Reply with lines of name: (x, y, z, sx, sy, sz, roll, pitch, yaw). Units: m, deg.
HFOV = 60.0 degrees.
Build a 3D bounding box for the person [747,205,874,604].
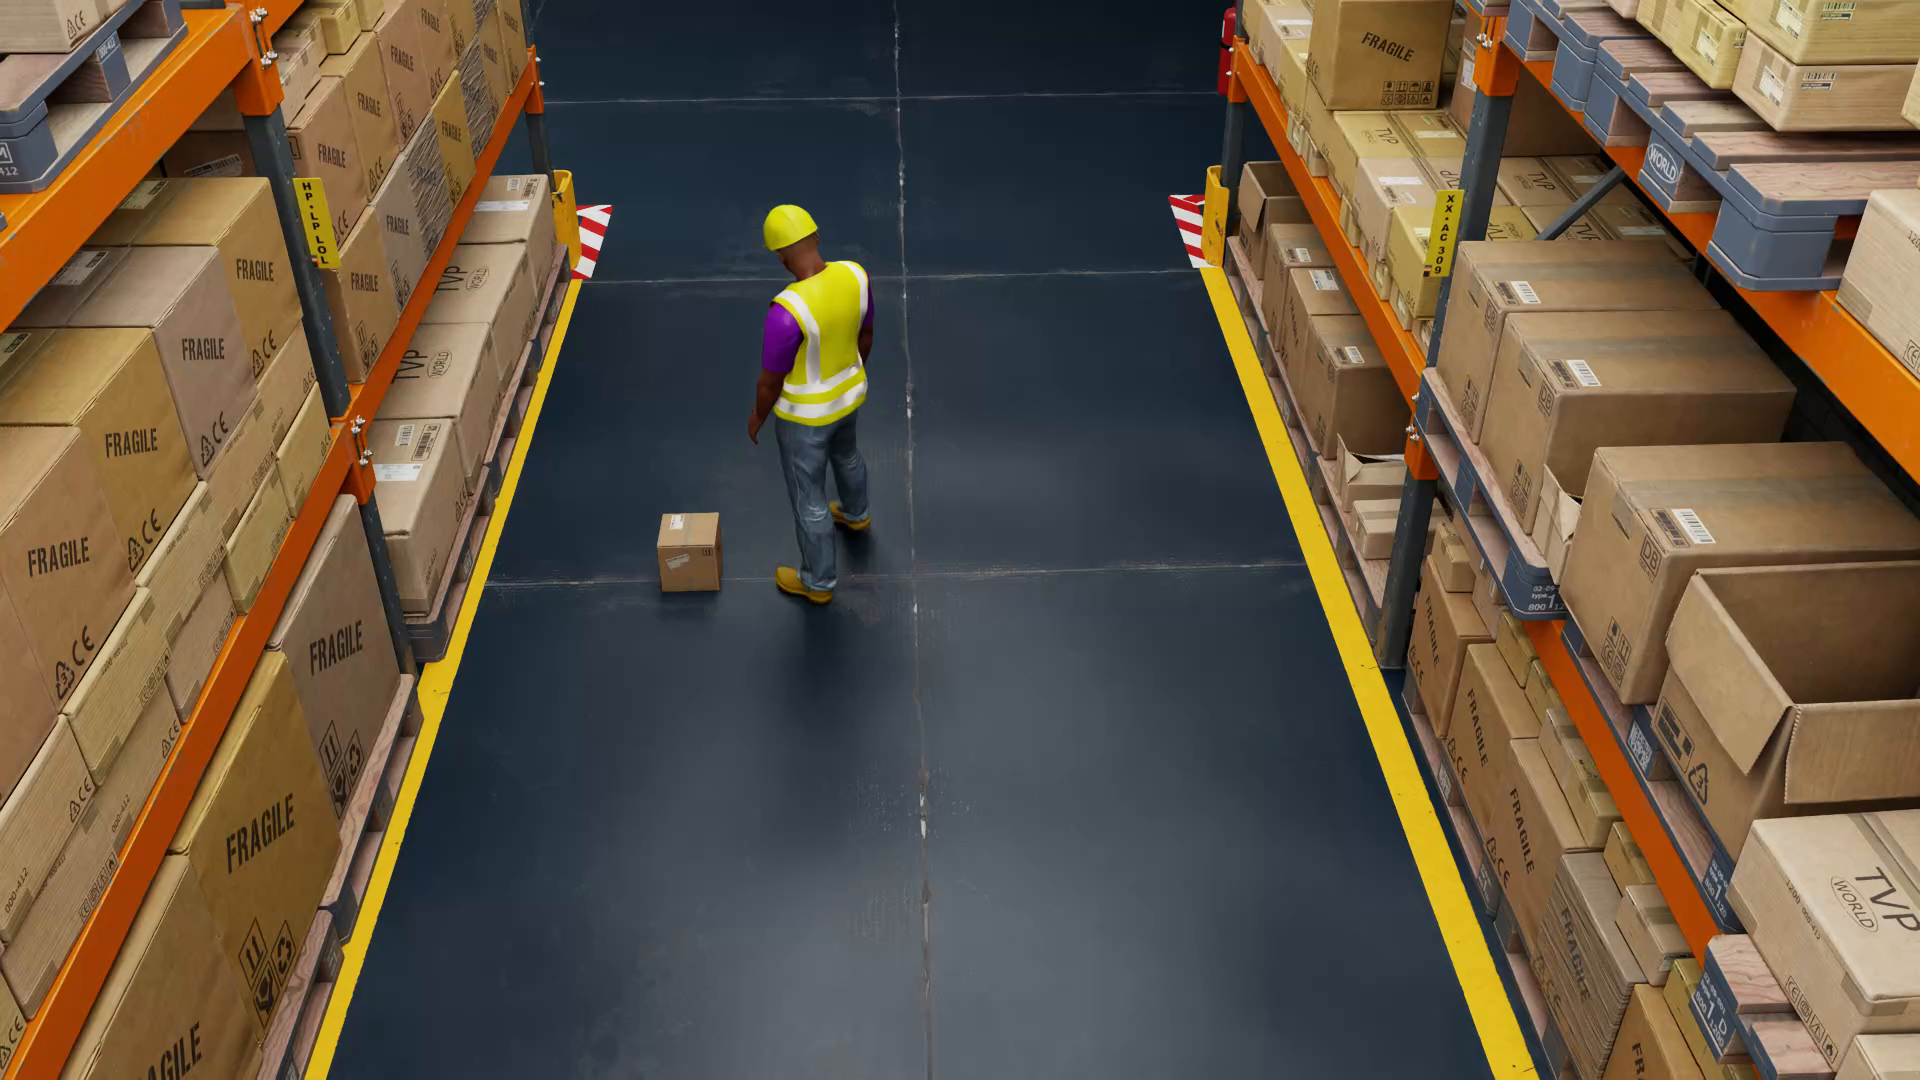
person: (-0.604, -0.629, 7.003, 0.501, 1.762, 0.763, 22, 41, 28)
